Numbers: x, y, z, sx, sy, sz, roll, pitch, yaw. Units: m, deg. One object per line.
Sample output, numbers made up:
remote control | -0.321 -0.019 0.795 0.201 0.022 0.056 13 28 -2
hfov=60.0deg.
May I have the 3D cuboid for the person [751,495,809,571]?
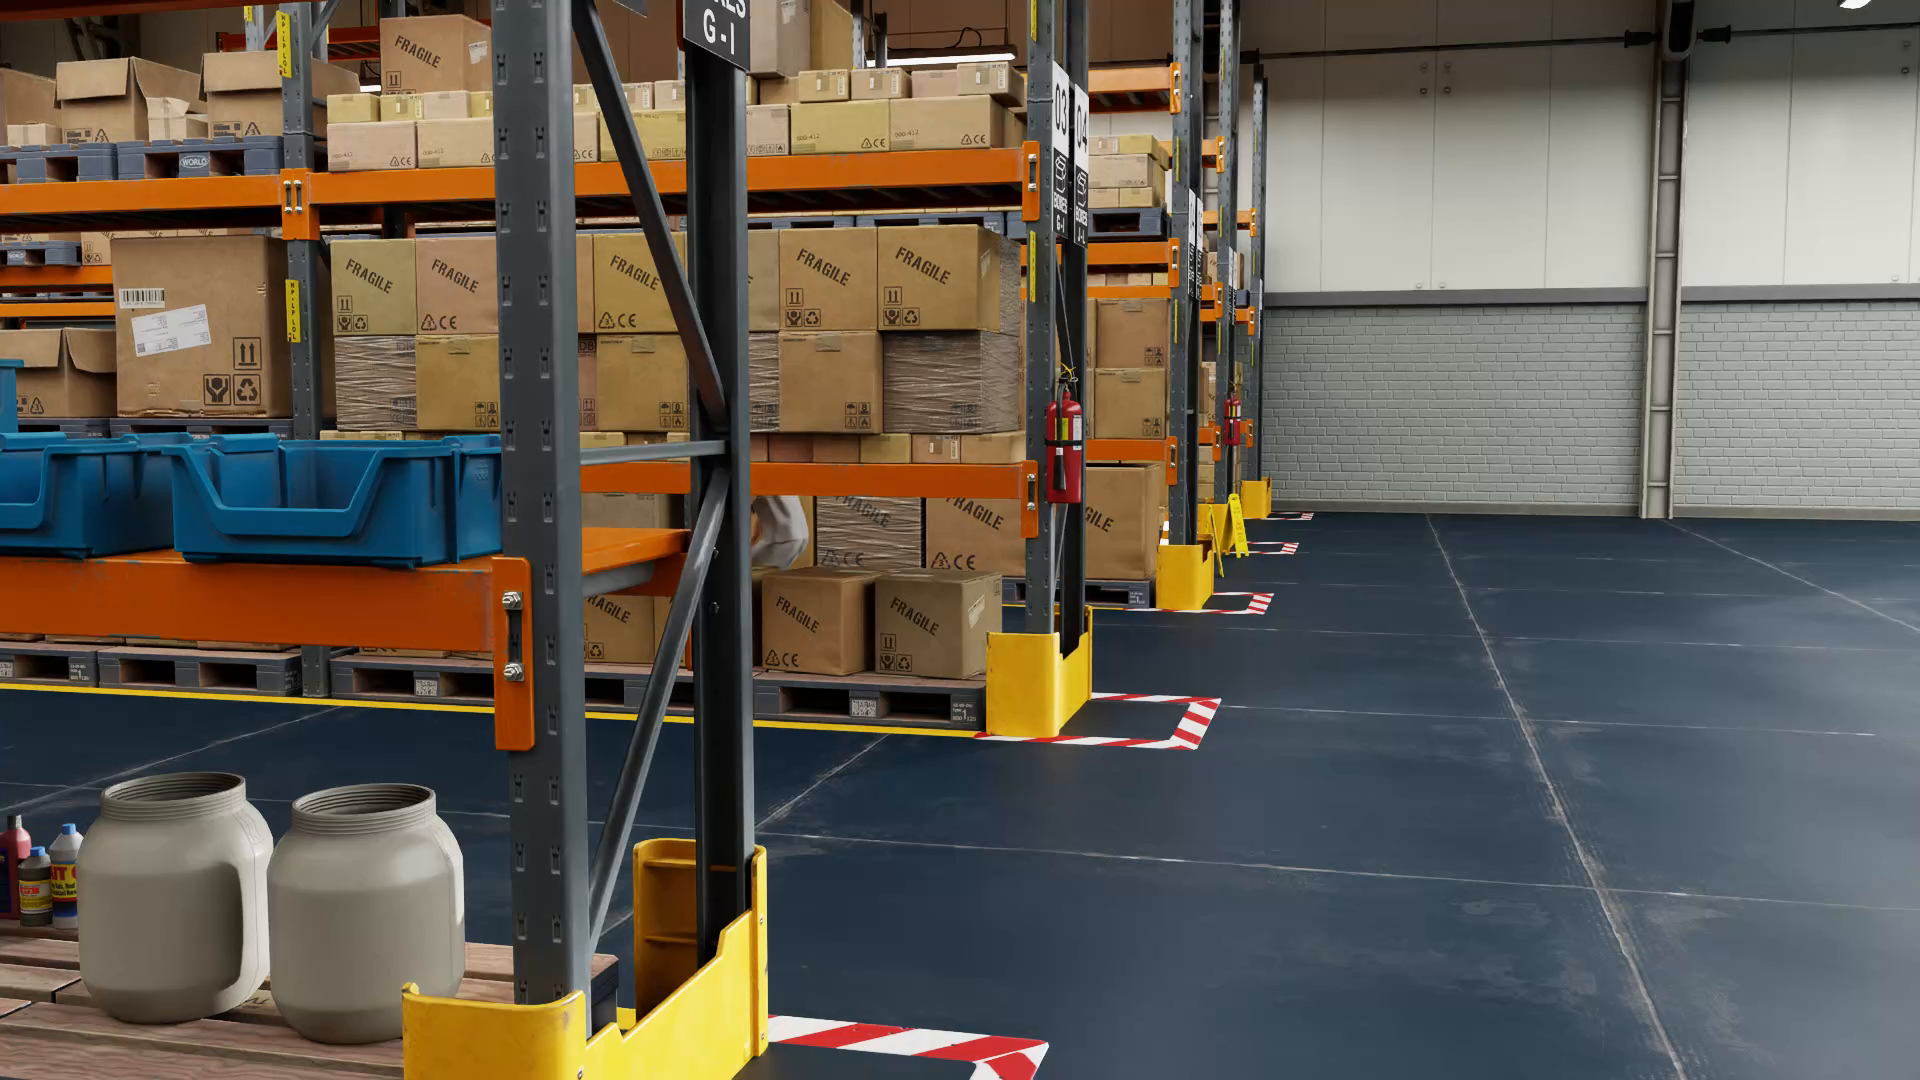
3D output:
person | -1.220 0.014 10.194 0.554 1.493 0.486 1 5 13
